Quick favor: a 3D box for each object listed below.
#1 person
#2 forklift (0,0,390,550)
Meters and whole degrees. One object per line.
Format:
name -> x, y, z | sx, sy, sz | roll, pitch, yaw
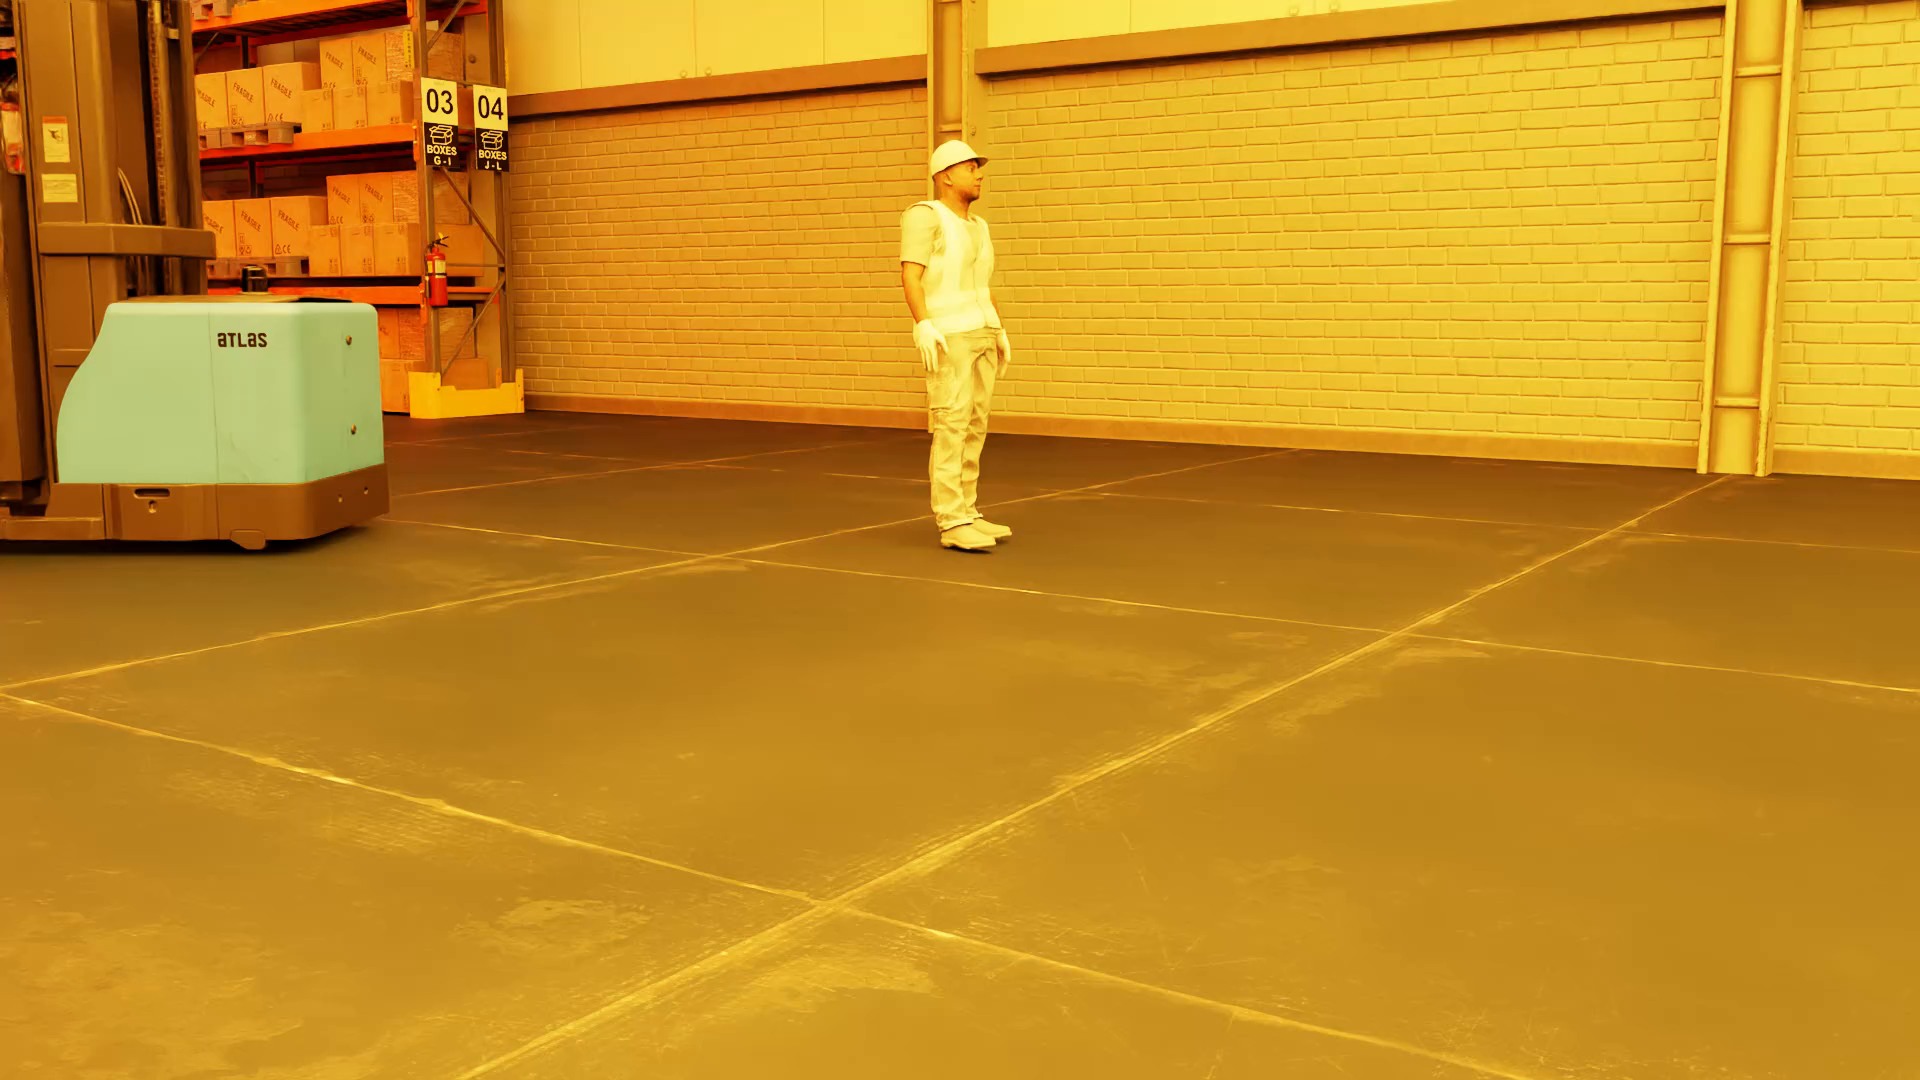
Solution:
person -> 0.055, -0.884, 7.430 | 0.575, 1.785, 0.657 | 5, 10, 34
forklift -> -4.281, -1.459, 7.452 | 3.031, 2.935, 1.130 | 0, 8, 2
